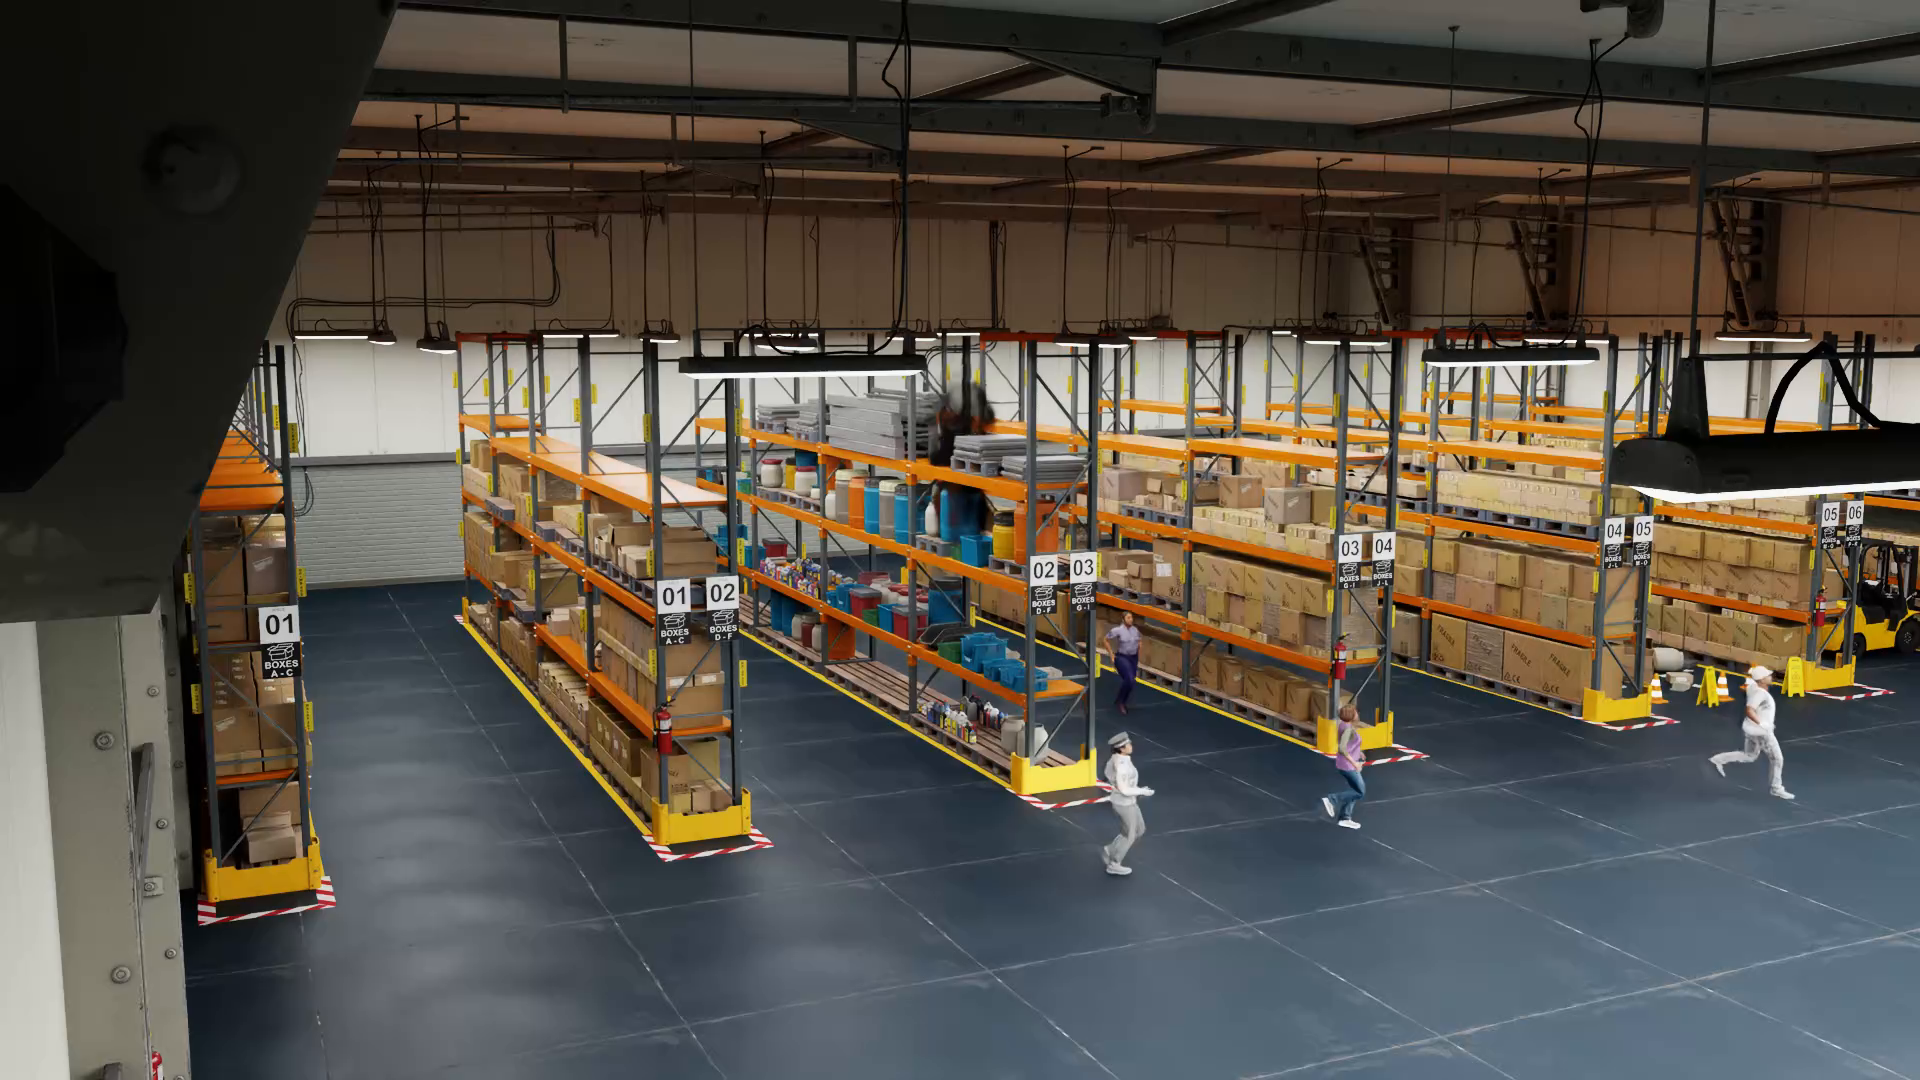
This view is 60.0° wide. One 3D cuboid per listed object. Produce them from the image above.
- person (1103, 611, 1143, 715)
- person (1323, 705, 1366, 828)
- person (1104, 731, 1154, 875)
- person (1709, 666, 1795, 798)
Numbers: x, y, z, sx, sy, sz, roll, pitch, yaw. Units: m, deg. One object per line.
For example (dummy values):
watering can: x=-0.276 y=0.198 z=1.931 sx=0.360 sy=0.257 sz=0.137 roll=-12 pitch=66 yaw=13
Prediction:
person: x=2.662 y=1.958 z=26.526 sx=0.577 sy=1.660 sz=0.682 roll=-6 pitch=10 yaw=-36
person: x=4.773 y=2.807 z=20.605 sx=0.549 sy=1.560 sz=0.537 roll=1 pitch=8 yaw=4
person: x=1.917 y=2.973 z=18.855 sx=0.542 sy=1.654 sz=0.603 roll=0 pitch=8 yaw=2
person: x=10.516 y=2.531 z=21.991 sx=1.052 sy=1.766 sz=0.660 roll=1 pitch=8 yaw=8
